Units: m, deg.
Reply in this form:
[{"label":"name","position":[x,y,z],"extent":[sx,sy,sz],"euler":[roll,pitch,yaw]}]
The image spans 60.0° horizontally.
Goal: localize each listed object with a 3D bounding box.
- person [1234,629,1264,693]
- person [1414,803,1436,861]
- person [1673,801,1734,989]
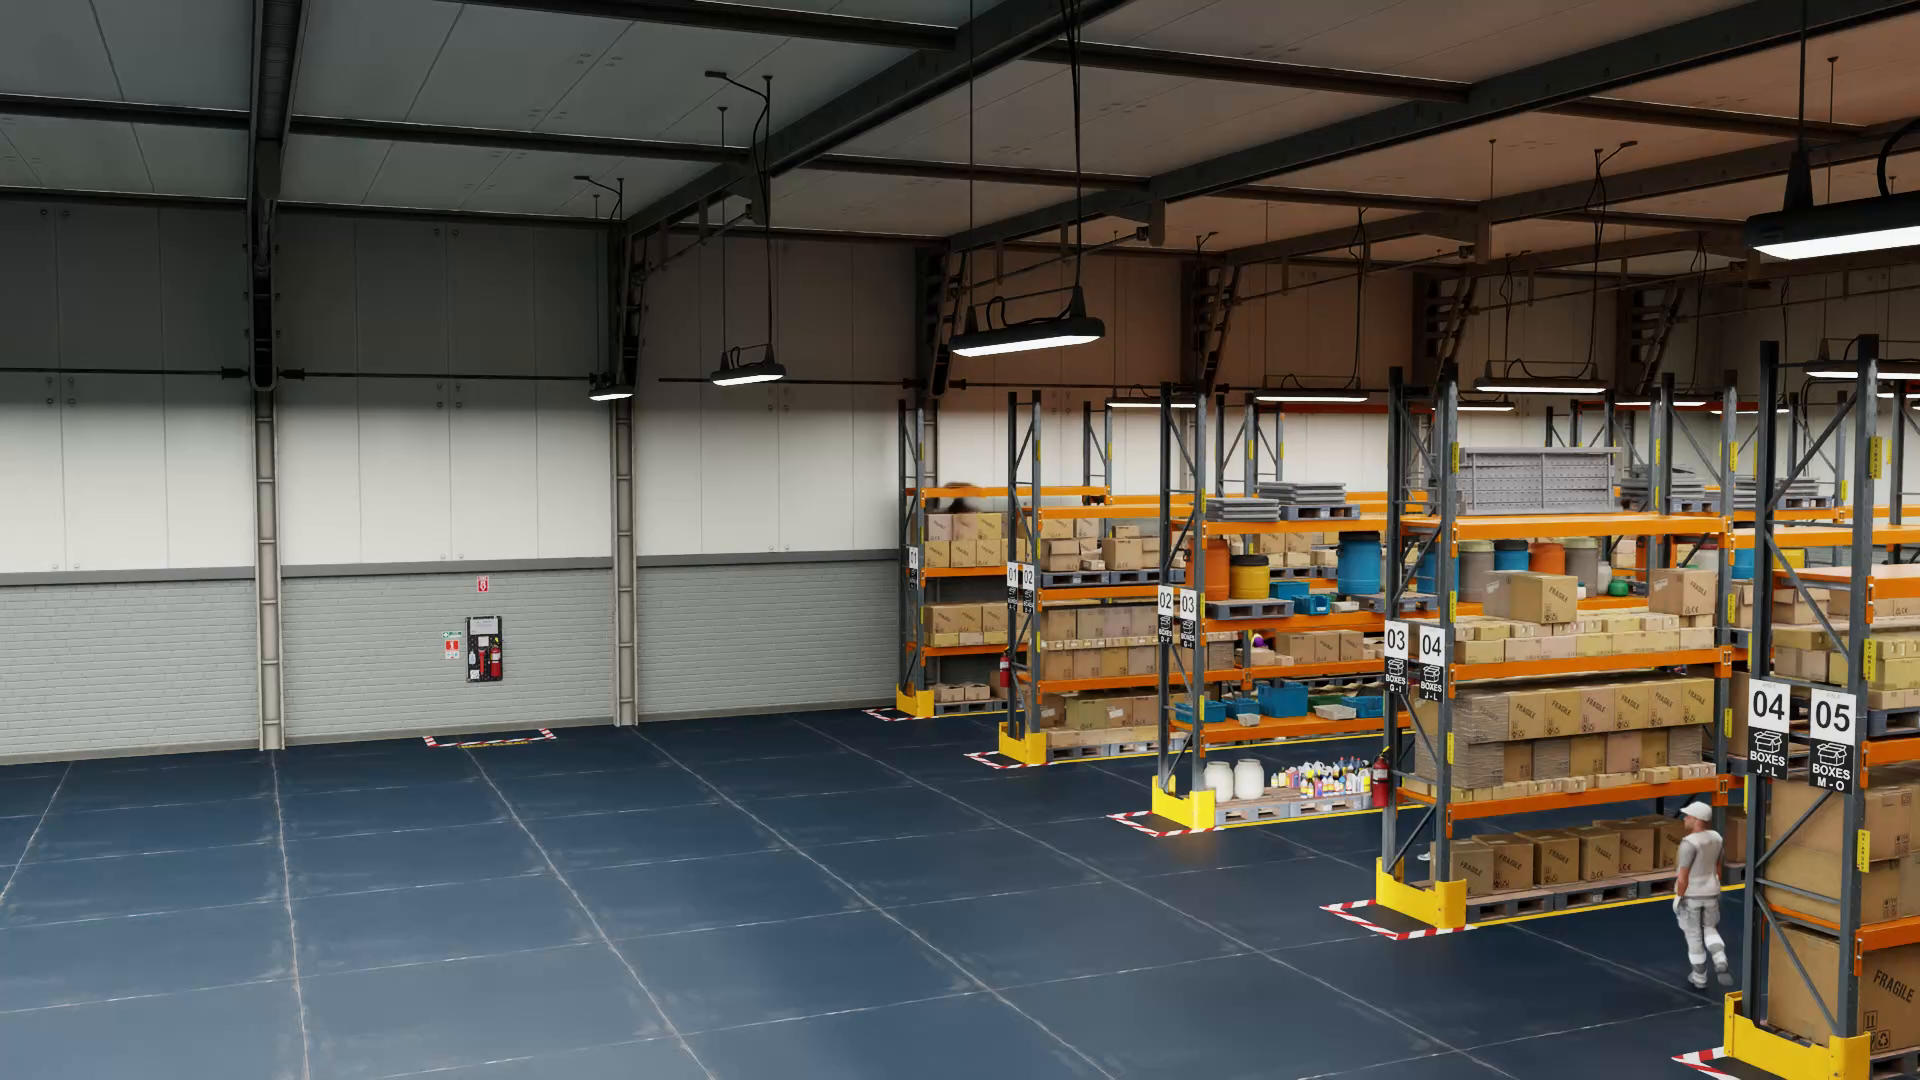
[{"label":"person","position":[5.594,2.402,32.398],"extent":[1.002,1.725,0.653],"euler":[-2,4,-30]},{"label":"person","position":[5.841,3.183,20.531],"extent":[0.418,1.615,0.473],"euler":[2,4,26]},{"label":"person","position":[6.964,3.346,15.624],"extent":[0.548,1.786,0.607],"euler":[0,3,-3]}]
